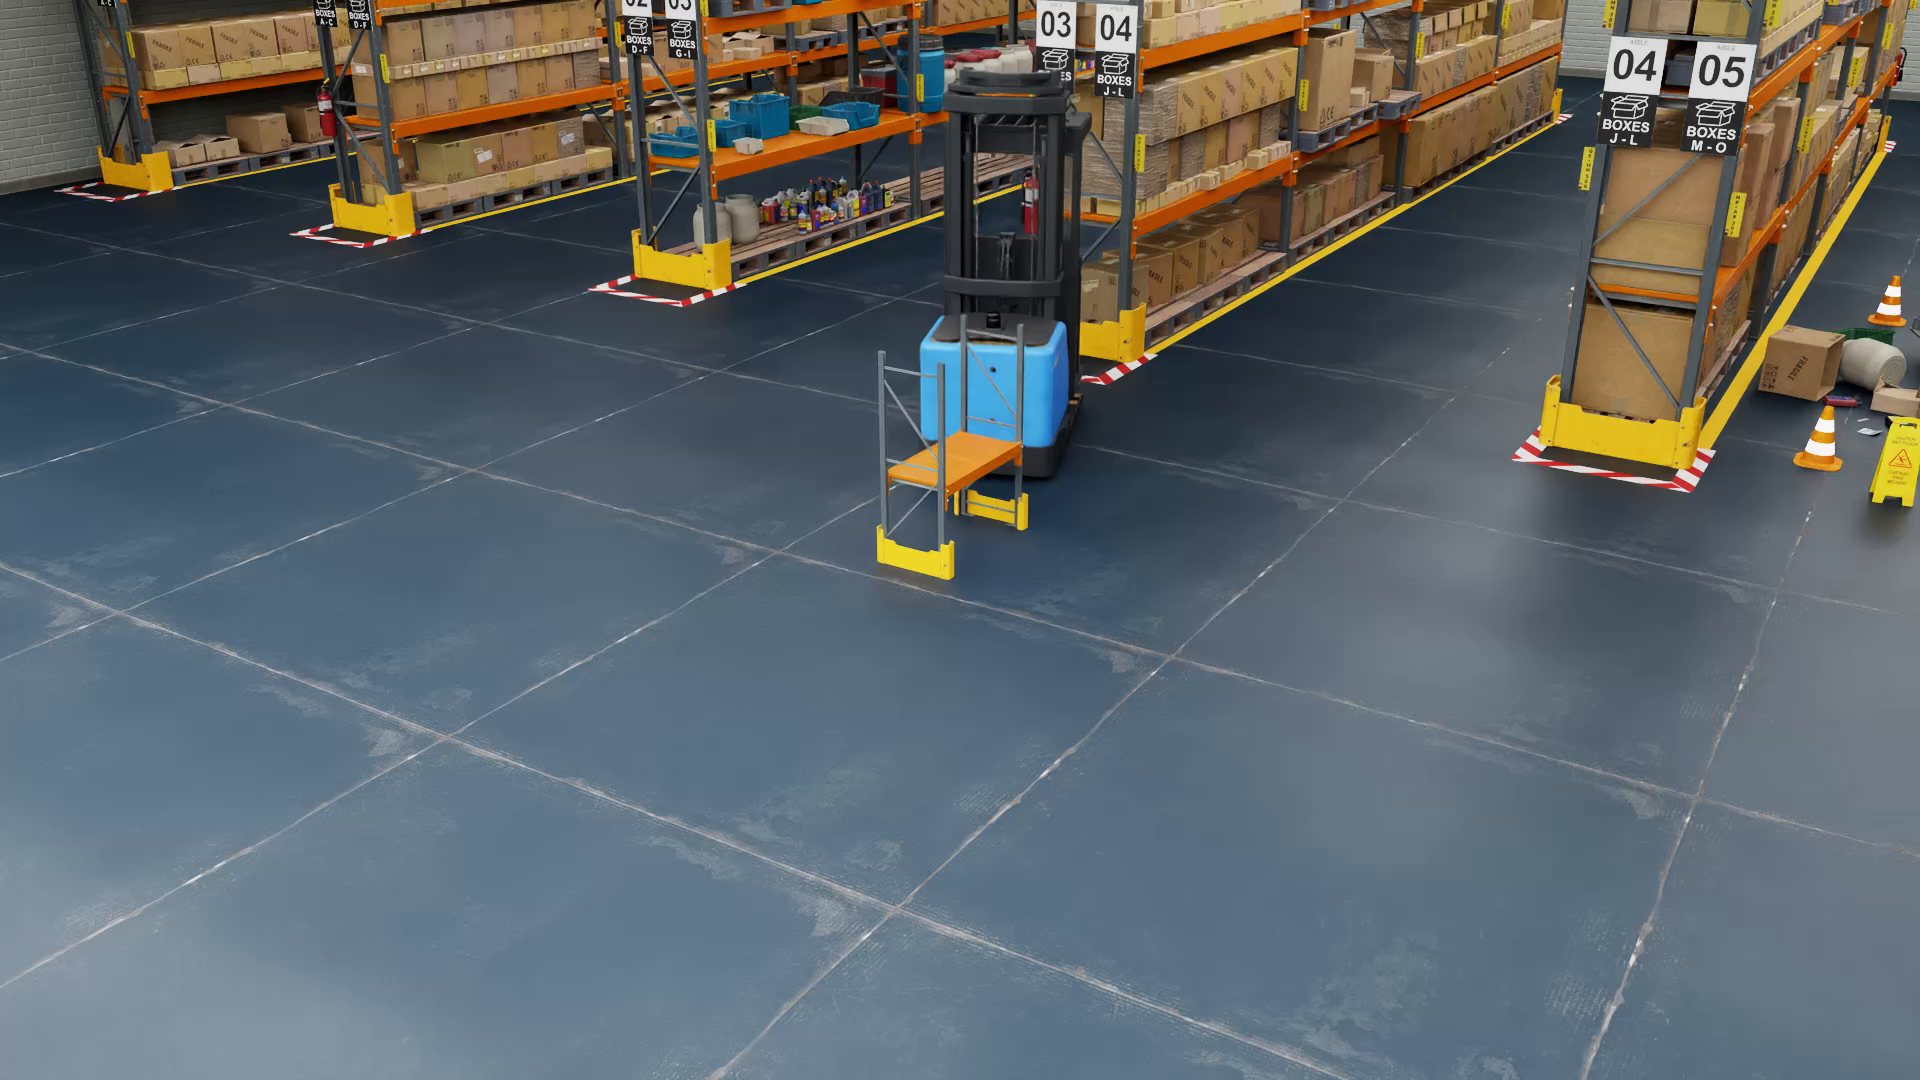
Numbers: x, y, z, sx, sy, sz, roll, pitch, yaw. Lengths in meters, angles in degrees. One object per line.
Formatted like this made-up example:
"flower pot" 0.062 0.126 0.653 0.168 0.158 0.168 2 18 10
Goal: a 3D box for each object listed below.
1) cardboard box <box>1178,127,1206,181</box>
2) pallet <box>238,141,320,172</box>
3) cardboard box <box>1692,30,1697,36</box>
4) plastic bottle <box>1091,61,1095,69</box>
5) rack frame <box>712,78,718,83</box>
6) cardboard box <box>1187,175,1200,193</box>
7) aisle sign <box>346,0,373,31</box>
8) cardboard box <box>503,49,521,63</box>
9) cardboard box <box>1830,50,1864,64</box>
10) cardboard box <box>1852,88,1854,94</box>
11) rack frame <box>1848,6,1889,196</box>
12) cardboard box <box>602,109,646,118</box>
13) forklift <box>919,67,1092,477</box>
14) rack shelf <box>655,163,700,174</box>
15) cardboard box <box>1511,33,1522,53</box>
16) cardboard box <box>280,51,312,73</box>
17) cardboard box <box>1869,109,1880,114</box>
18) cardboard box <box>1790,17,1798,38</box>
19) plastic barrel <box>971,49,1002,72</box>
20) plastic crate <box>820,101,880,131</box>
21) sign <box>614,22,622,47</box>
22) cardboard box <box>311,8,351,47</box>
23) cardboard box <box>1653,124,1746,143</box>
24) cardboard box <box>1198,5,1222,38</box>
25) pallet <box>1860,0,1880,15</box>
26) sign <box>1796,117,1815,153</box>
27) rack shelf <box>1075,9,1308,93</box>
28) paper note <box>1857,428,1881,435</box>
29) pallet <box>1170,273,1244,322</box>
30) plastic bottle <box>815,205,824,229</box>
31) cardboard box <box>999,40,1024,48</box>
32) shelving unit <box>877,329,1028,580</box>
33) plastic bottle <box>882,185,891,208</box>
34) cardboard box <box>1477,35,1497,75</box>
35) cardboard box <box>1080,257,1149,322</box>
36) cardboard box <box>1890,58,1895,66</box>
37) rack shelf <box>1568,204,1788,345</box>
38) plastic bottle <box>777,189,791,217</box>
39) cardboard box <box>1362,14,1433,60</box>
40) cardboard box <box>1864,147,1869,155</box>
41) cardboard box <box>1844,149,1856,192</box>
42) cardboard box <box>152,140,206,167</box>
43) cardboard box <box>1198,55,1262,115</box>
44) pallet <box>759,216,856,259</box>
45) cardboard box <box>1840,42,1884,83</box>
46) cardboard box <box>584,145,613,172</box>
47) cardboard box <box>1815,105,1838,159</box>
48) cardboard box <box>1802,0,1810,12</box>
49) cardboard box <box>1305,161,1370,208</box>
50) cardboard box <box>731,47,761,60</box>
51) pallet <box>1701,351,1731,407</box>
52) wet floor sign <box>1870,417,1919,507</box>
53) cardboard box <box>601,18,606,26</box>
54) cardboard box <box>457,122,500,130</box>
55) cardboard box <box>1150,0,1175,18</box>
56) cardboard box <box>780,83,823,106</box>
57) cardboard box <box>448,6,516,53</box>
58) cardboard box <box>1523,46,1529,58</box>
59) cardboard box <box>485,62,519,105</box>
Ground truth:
"cardboard box" 1.920 -3.897 16.476 0.875 0.500 0.500 14 27 29
"pallet" -10.337 -5.718 24.693 1.003 0.211 1.213 14 27 29
"cardboard box" 5.729 -4.134 13.411 0.380 0.149 0.250 13 27 28
"plastic bottle" 1.903 -7.097 24.524 0.152 0.276 0.135 14 27 29
"rack frame" -5.151 -10.345 31.872 1.000 3.000 0.127 14 27 29
"cardboard box" 2.151 -3.535 16.457 0.380 0.149 0.250 14 27 29
"aisle sign" -7.044 -6.365 19.405 0.394 0.787 0.004 14 27 29
"cardboard box" -5.930 -6.297 21.577 0.380 0.149 0.250 15 28 31
"cardboard box" 11.309 -6.154 21.229 0.380 0.149 0.250 13 27 27
"cardboard box" 11.049 -5.709 20.949 0.380 0.149 0.250 13 26 27
"rack frame" 11.634 -6.158 22.199 1.000 3.000 0.127 14 27 29
"cardboard box" -4.921 -6.170 24.454 0.500 0.311 0.500 15 27 30
"forklift" 0.457 -2.381 13.560 1.130 2.935 3.031 4 24 10
"rack shelf" -2.009 -4.630 19.394 0.831 0.071 3.687 14 27 29
"cardboard box" 8.211 -7.570 25.274 0.500 0.250 0.500 14 27 29
"cardboard box" -9.885 -7.023 24.361 0.500 0.250 0.500 14 27 29
"cardboard box" 13.680 -6.434 25.147 0.380 0.149 0.250 14 27 30
"cardboard box" 6.557 -4.168 13.489 0.380 0.149 0.250 14 27 29
"plastic barrel" 0.352 -6.302 22.361 0.433 0.535 0.433 0 23 0
"plastic crate" -1.307 -5.071 19.874 0.499 0.251 0.616 14 27 29
"sign" -4.688 -6.926 22.784 0.100 0.325 0.005 14 27 29
"cardboard box" -9.357 -7.705 24.993 0.500 0.500 0.500 14 27 29
"cardboard box" 5.745 -2.994 13.343 0.875 0.550 0.550 14 27 29
"cardboard box" 2.149 -4.939 15.797 0.500 0.250 0.500 14 27 29
"pallet" 9.230 -5.869 17.994 1.213 0.211 1.003 15 28 31
"sign" 7.887 -3.776 15.506 0.100 0.325 0.005 14 27 29
"rack shelf" 2.199 -4.903 16.429 1.077 0.370 4.000 14 27 29
"paper note" 7.552 -0.904 13.801 0.142 0.017 0.144 -17 29 -35
"pallet" 2.287 -2.604 17.500 1.003 0.211 1.213 14 27 29
"plastic bottle" -1.662 -3.831 19.705 0.097 0.271 0.097 0 23 0
"cardboard box" 1.092 -9.478 32.461 0.500 0.500 0.500 14 27 29
"shelving unit" -0.040 -0.663 11.393 0.587 1.500 1.083 14 27 29
"plastic bottle" -0.927 -4.293 20.756 0.061 0.283 0.133 15 28 32
"cardboard box" 7.459 -7.062 24.162 0.500 0.500 0.500 14 27 29
"cardboard box" 1.488 -2.434 16.215 0.500 0.500 0.500 20 30 38
"cardboard box" 13.812 -7.223 24.976 0.380 0.149 0.250 14 27 29
"rack shelf" 6.359 -2.453 14.545 1.077 0.370 4.000 14 27 29
"plastic bottle" -2.154 -4.100 20.226 0.144 0.351 0.185 15 28 31
"cardboard box" 5.763 -6.631 21.903 0.797 0.503 0.637 15 28 31
"cardboard box" 13.020 -5.718 24.244 0.380 0.149 0.250 14 27 30
"cardboard box" 11.458 -4.901 21.913 0.500 0.500 0.500 13 27 28
"cardboard box" -11.039 -5.478 23.459 0.500 0.311 0.500 11 26 23
"cardboard box" 2.723 -4.625 16.900 0.500 0.500 0.500 14 27 29
"pallet" -1.986 -3.658 19.935 1.003 0.211 1.213 14 27 29
"cardboard box" 12.110 -6.455 22.384 0.500 0.500 0.500 13 27 28
"cardboard box" -5.219 -5.337 23.235 0.500 0.250 0.500 14 27 29
"cardboard box" 9.251 -4.477 18.191 0.500 0.500 0.500 14 27 29
"cardboard box" 6.840 -4.582 13.942 0.500 0.250 0.500 14 27 29
"cardboard box" 4.746 -4.516 20.998 0.700 0.500 0.500 11 26 25
"cardboard box" -3.290 -7.482 25.573 0.380 0.149 0.250 14 27 29
"pallet" 6.304 -1.524 15.006 1.003 0.211 1.213 14 27 29
"wet floor sign" 6.971 -0.603 12.330 0.267 0.644 0.232 9 25 20
"cardboard box" -6.510 -9.218 29.558 0.380 0.149 0.250 14 27 28
"cardboard box" -6.460 -5.286 22.173 0.500 0.500 0.500 14 27 29
"cardboard box" 1.705 -4.784 14.935 0.380 0.149 0.250 15 27 30
"cardboard box" -2.567 -7.107 26.984 0.500 0.500 0.500 15 28 31
"cardboard box" -6.183 -6.590 21.439 0.700 0.500 0.500 14 27 29
"cardboard box" 8.596 -7.584 25.809 0.380 0.149 0.250 14 27 30
"cardboard box" -6.199 -5.982 21.667 0.700 0.500 0.500 15 27 31
